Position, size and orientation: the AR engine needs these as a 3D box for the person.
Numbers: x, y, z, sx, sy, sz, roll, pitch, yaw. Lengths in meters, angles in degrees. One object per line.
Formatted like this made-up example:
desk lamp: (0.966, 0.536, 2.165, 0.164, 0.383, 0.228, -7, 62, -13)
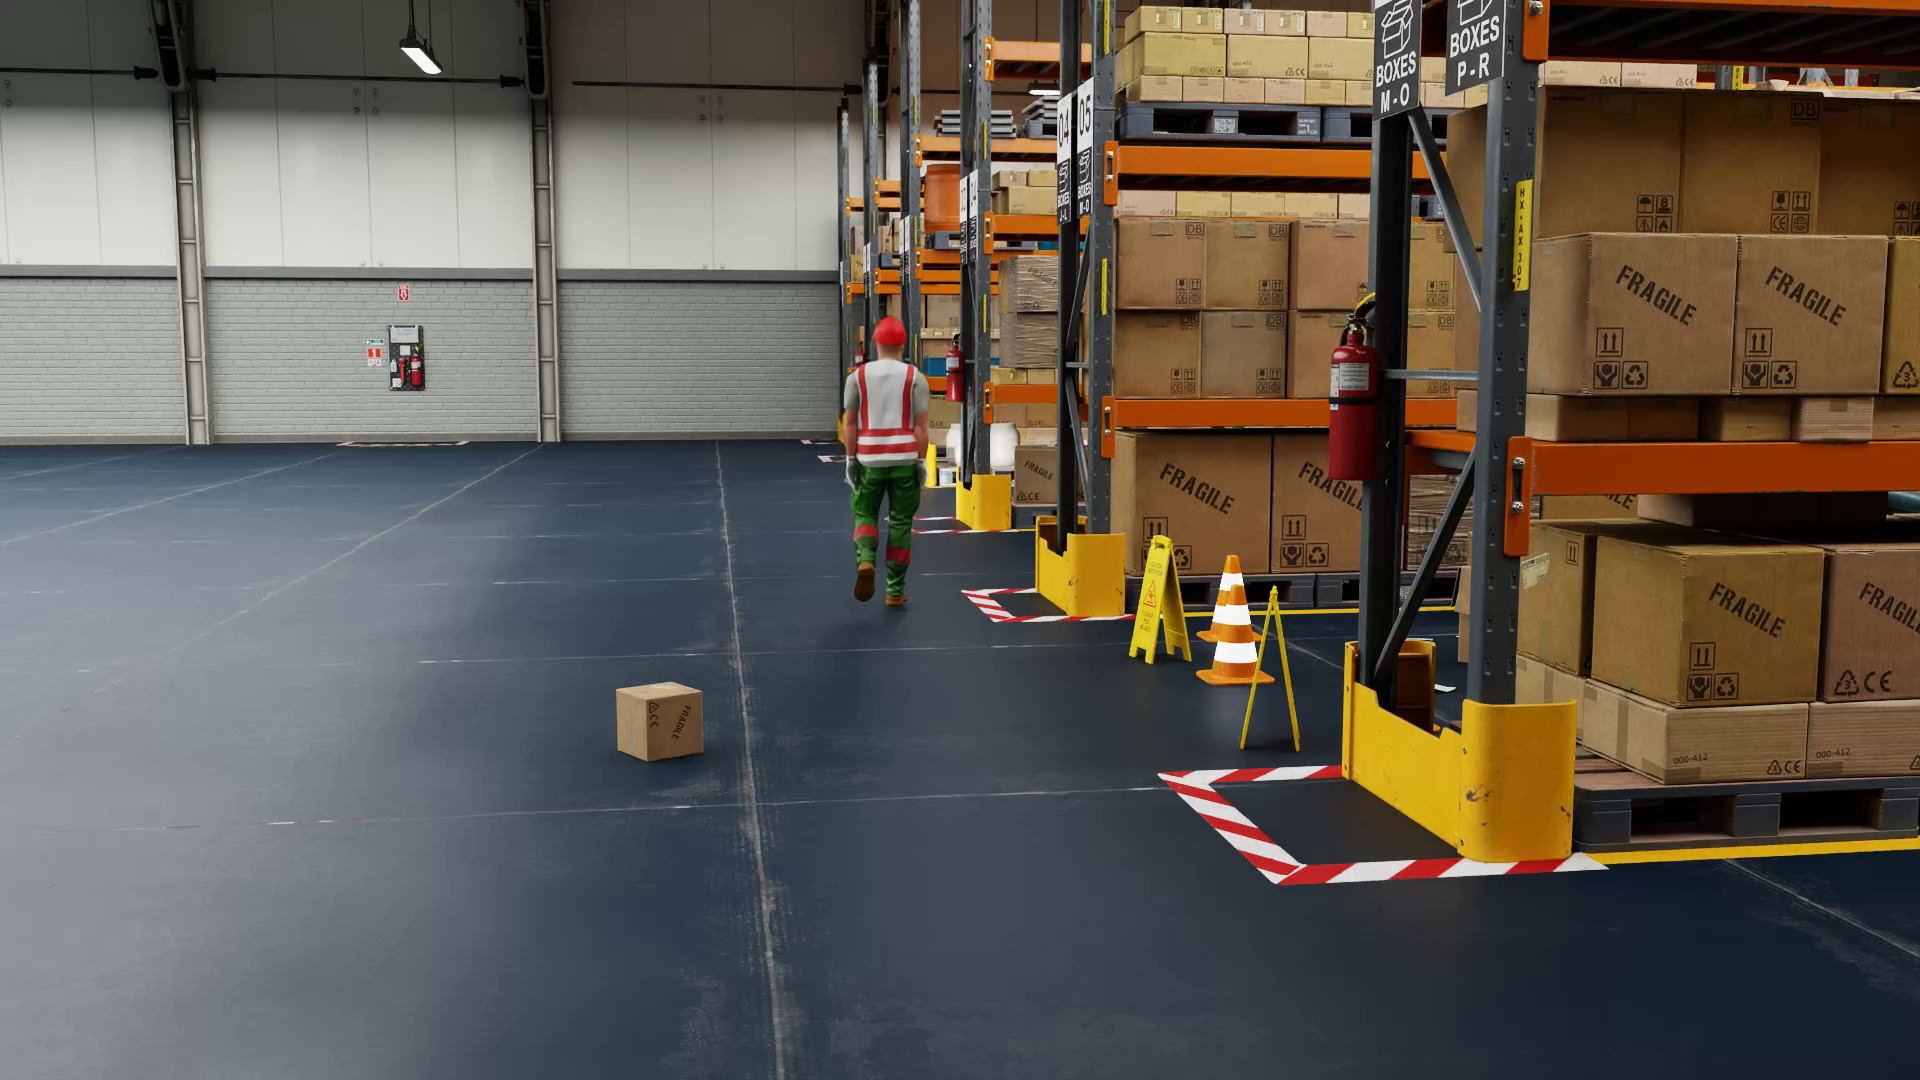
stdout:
person: (-0.449, -0.473, 10.197, 0.529, 1.781, 0.586, 0, 6, 3)
